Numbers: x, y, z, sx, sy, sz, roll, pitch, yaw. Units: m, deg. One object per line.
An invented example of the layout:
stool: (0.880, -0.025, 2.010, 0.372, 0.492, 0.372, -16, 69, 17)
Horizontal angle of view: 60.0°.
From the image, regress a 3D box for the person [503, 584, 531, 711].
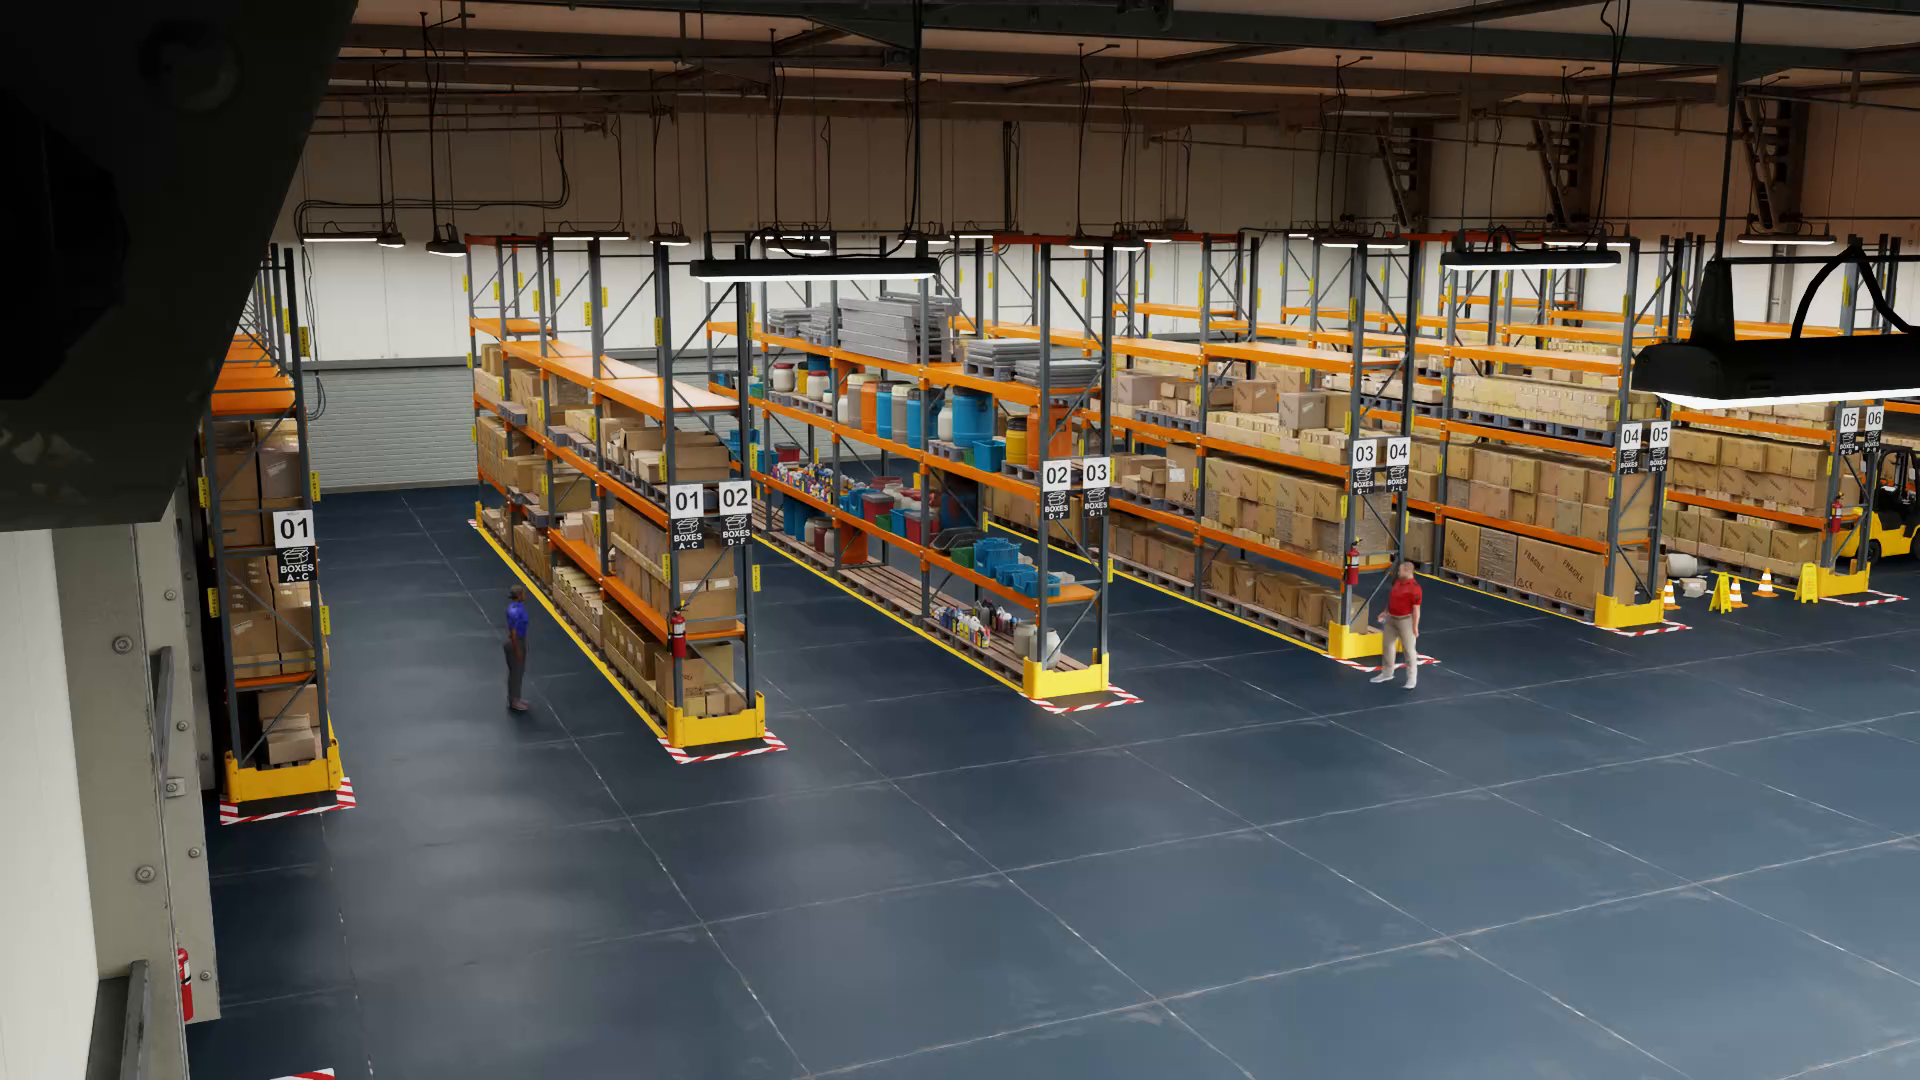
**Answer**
person: (-5.772, 1.437, 21.661, 0.377, 1.558, 0.495, 0, 11, 1)

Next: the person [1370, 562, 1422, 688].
person: (5.987, 1.132, 22.731, 0.441, 1.745, 0.742, -7, 13, -33)

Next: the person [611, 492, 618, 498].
person: (-7.382, -1.299, 35.652, 0.498, 1.561, 0.759, -5, 12, -22)
